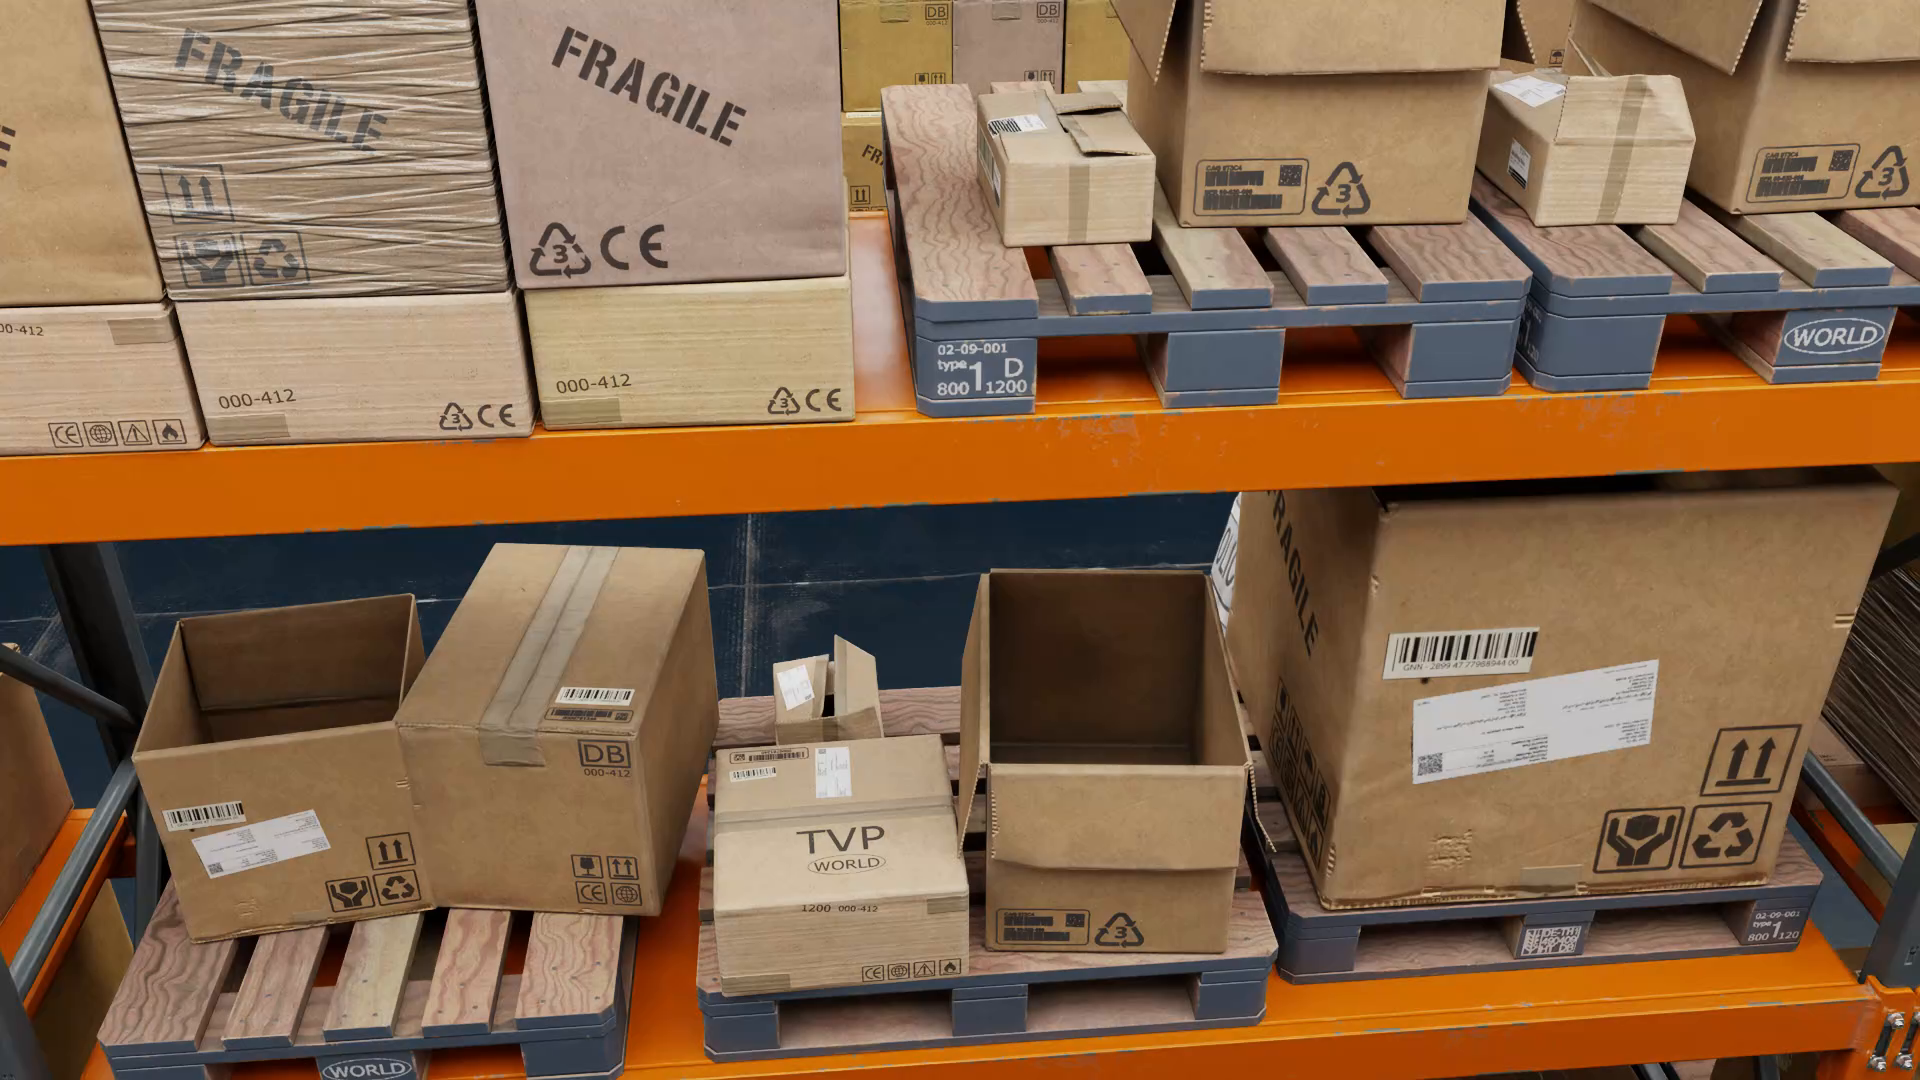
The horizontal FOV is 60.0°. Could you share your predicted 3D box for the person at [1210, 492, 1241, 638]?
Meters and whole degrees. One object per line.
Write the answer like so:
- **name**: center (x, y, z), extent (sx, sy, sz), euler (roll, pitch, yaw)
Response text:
- **person**: center (1.047, 0.347, 5.544), extent (0.436, 1.748, 0.586), euler (-3, 31, -4)
